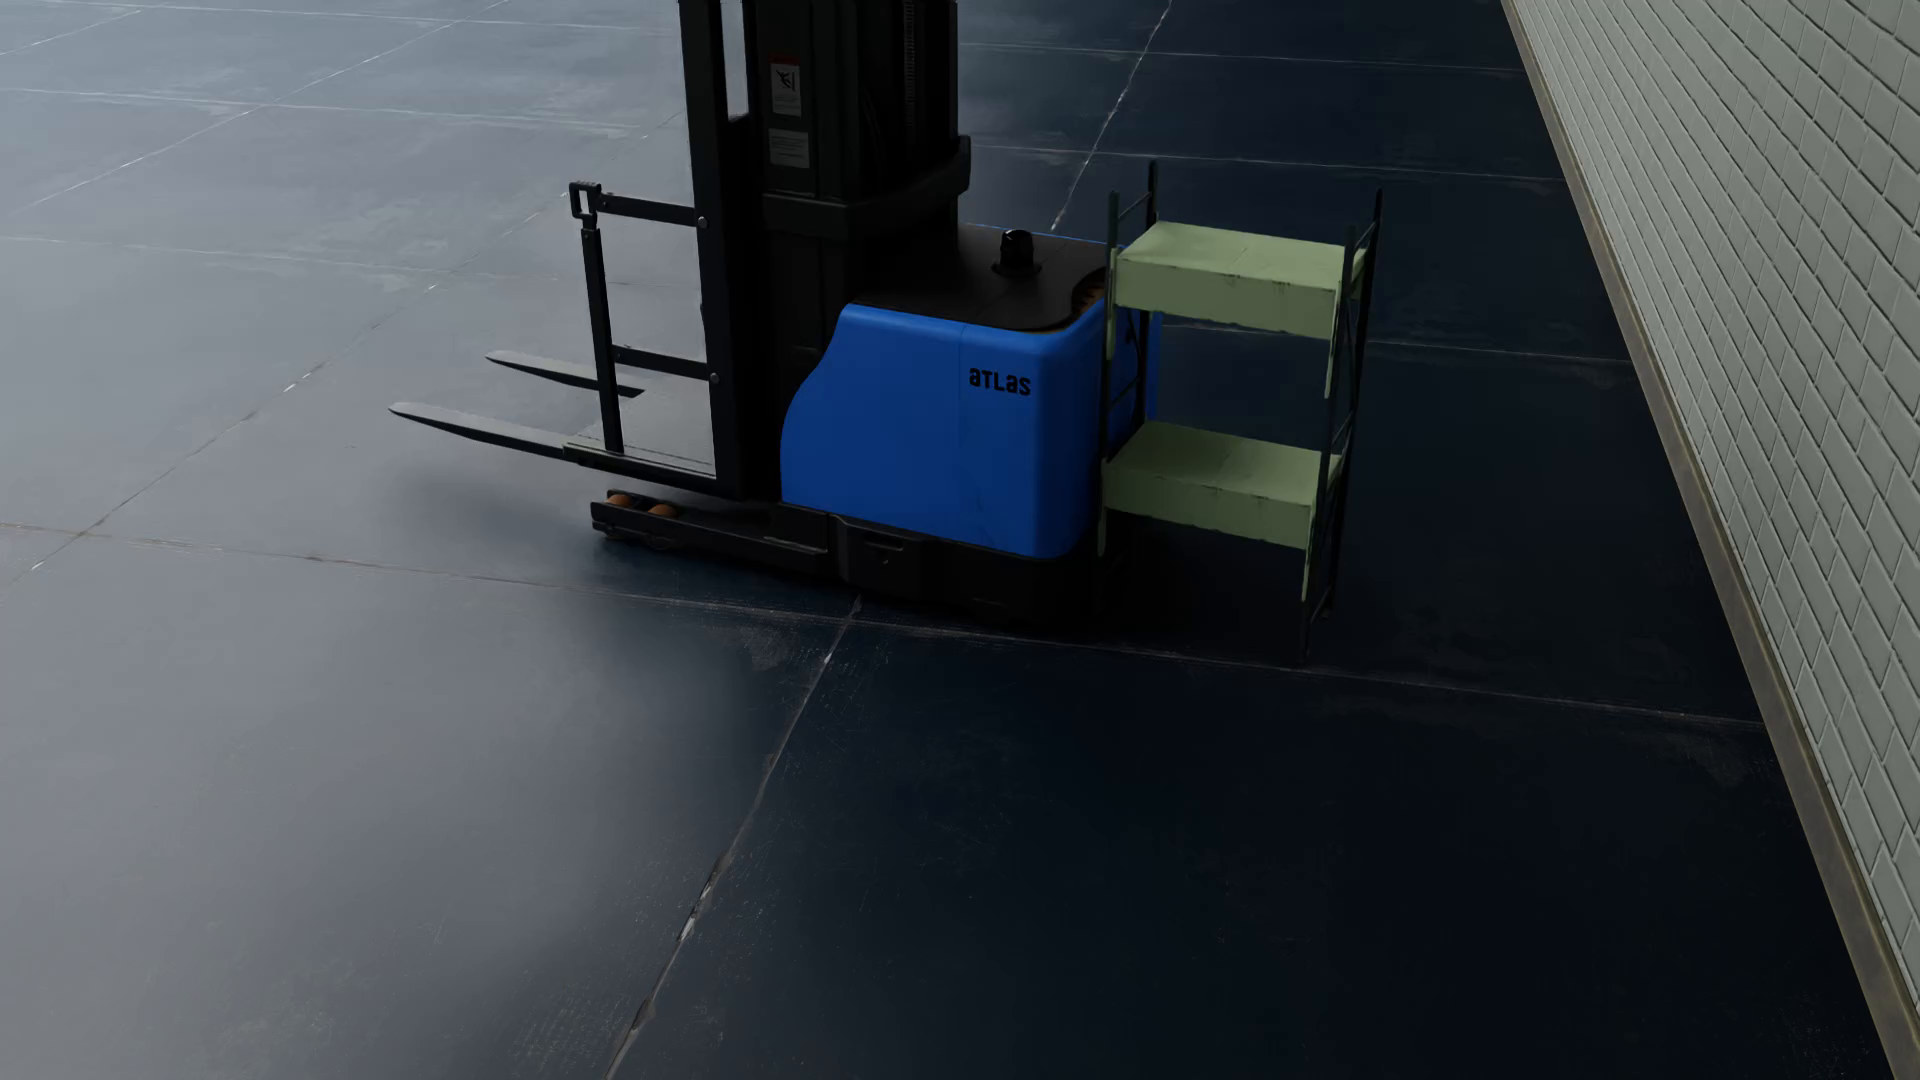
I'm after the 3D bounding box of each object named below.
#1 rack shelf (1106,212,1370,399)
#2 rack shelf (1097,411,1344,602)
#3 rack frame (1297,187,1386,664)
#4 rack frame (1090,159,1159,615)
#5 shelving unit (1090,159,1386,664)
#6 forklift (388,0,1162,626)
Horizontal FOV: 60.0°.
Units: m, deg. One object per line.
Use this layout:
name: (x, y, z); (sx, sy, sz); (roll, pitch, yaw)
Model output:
rack shelf: (0.879, -0.752, 5.250); (0.720, 0.370, 0.431); (13, 31, 22)
rack shelf: (0.879, -0.124, 5.594); (0.720, 0.370, 0.431); (13, 31, 22)
rack frame: (1.210, -0.336, 5.301); (0.023, 1.500, 0.400); (13, 31, 22)
rack frame: (0.548, -0.485, 5.574); (0.023, 1.500, 0.400); (13, 31, 22)
shelving unit: (0.879, -0.410, 5.437); (0.755, 1.500, 0.431); (13, 31, 22)
forklift: (-0.818, -1.462, 5.869); (3.031, 2.935, 1.130); (13, 31, 22)
